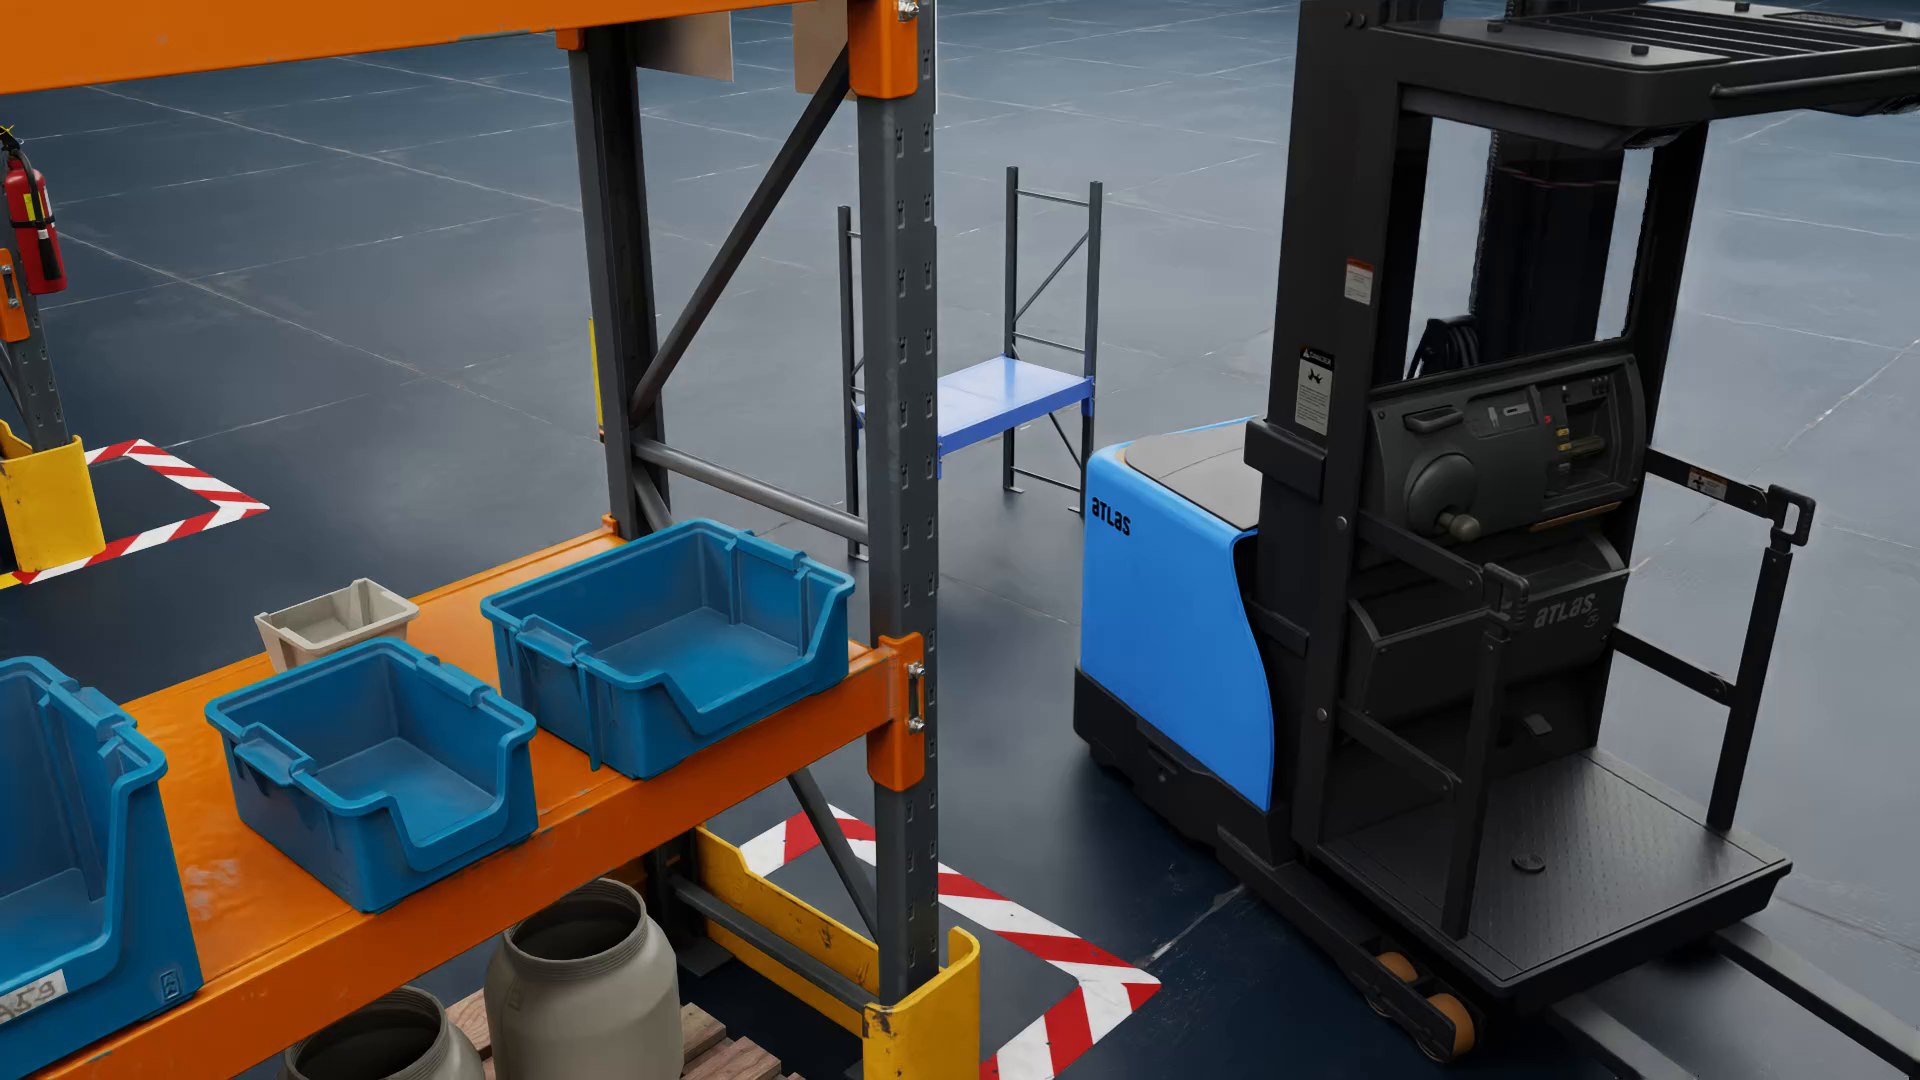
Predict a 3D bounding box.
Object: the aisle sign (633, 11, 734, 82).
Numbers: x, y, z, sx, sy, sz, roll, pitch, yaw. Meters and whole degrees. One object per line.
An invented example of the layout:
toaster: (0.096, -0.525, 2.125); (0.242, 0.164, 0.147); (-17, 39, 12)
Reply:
aisle sign: (-0.631, -1.391, 3.509); (0.394, 0.787, 0.004); (20, 31, 38)

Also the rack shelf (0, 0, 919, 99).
rack shelf: (-1.796, -0.534, 1.988); (1.077, 0.370, 4.000); (20, 31, 38)

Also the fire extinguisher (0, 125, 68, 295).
fire extinguisher: (-3.730, -1.329, 6.643); (0.296, 0.674, 0.183); (20, 31, 38)

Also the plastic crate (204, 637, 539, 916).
plastic crate: (-1.010, 0.395, 2.884); (0.499, 0.251, 0.408); (20, 31, 38)

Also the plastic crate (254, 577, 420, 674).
plastic crate: (-1.298, 0.202, 3.456); (0.298, 0.136, 0.250); (20, 31, 38)

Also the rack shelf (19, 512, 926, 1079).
rack shelf: (-1.796, 0.834, 2.602); (1.077, 0.370, 4.000); (20, 31, 38)

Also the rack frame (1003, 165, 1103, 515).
rack frame: (0.396, -0.865, 7.347); (0.500, 1.500, 0.032); (20, 31, 38)

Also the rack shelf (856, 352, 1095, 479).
rack shelf: (0.057, -0.546, 7.075); (0.538, 0.185, 1.000); (20, 31, 38)

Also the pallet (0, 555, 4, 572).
pallet: (-4.768, 0.078, 6.818); (1.003, 0.211, 1.213); (20, 31, 38)

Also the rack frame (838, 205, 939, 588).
rack frame: (-0.282, -0.555, 6.656); (0.500, 1.500, 0.032); (20, 31, 38)

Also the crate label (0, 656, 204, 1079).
crate label: (-1.488, 0.515, 2.391); (0.502, 0.435, 0.616); (20, 31, 38)

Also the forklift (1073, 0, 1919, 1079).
forklift: (1.539, -0.214, 4.146); (1.130, 2.935, 3.031); (-13, 27, -26)

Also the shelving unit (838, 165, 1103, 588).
shelving unit: (0.057, -0.710, 7.001); (0.538, 1.500, 1.048); (20, 31, 38)

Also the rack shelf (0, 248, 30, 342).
rack shelf: (-5.484, -0.518, 5.618); (1.077, 0.370, 4.000); (20, 31, 38)

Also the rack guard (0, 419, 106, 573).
rack guard: (-4.200, -0.292, 7.290); (1.175, 0.500, 0.348); (20, 31, 38)

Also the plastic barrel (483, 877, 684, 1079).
plastic barrel: (-0.843, 1.062, 3.743); (0.421, 0.512, 0.421); (0, 24, 0)

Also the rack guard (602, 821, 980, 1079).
rack guard: (-0.476, 1.073, 4.245); (1.175, 0.500, 0.348); (20, 31, 38)

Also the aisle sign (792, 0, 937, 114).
aisle sign: (-0.192, -1.230, 3.150); (0.394, 0.787, 0.004); (20, 31, 38)

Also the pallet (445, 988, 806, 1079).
pallet: (-1.023, 1.451, 3.755); (1.003, 0.211, 1.213); (20, 31, 38)

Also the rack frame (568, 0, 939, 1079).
rack frame: (-0.461, -0.103, 3.814); (1.000, 3.000, 0.127); (20, 31, 38)

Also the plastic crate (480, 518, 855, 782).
plastic crate: (-0.572, 0.199, 3.322); (0.499, 0.251, 0.616); (20, 31, 38)

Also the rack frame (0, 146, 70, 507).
rack frame: (-4.149, -1.456, 6.830); (1.000, 3.000, 0.127); (20, 31, 38)

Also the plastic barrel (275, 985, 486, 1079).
plastic barrel: (-1.178, 1.215, 3.402); (0.421, 0.512, 0.421); (0, 24, 0)

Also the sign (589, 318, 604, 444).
sign: (-0.868, -0.381, 4.095); (0.100, 0.325, 0.005); (20, 31, 38)
